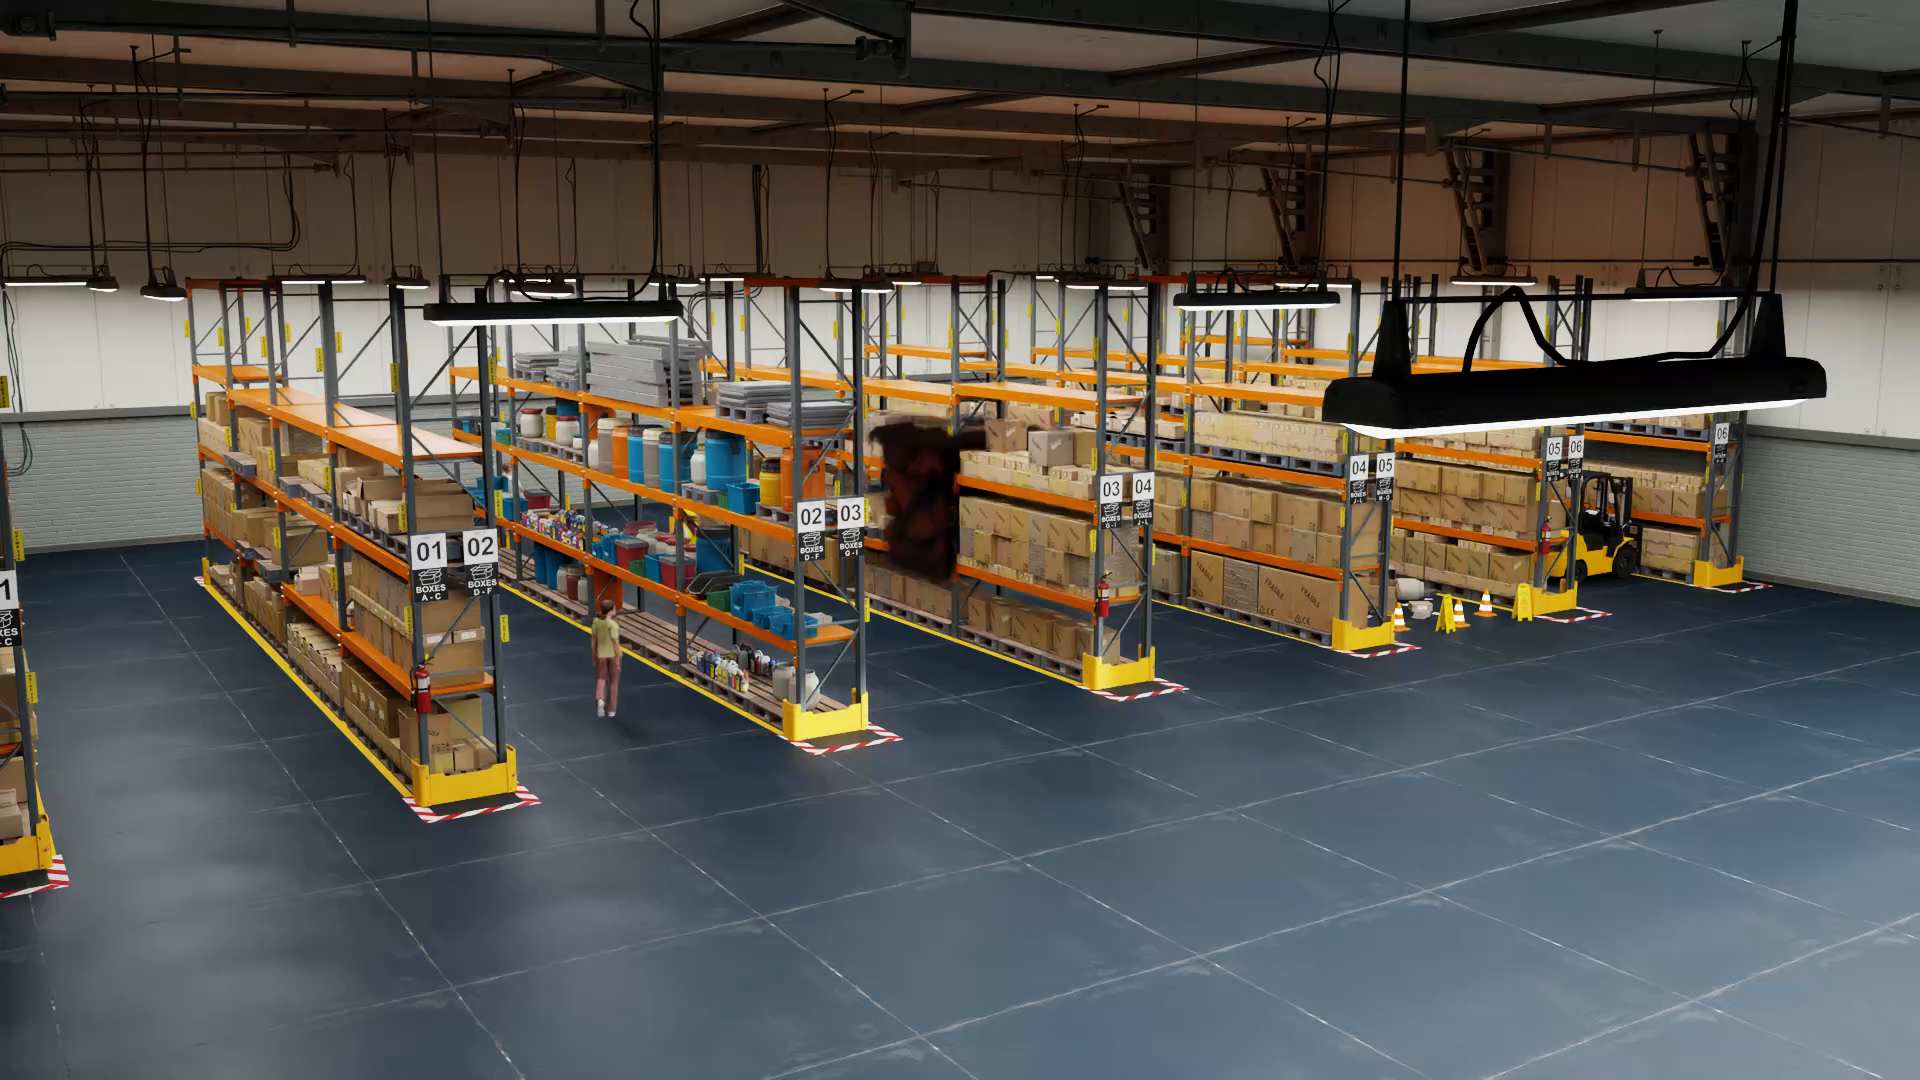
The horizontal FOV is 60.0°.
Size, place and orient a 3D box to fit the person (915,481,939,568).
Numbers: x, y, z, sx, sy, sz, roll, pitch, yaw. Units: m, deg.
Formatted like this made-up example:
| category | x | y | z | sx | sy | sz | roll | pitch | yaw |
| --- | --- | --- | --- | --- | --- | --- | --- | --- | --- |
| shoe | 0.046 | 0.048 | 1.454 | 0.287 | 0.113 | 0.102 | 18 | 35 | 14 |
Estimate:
| category | x | y | z | sx | sy | sz | roll | pitch | yaw |
| --- | --- | --- | --- | --- | --- | --- | --- | --- | --- |
| person | -0.668 | -0.318 | 33.014 | 0.652 | 1.726 | 0.995 | -5 | 11 | -28 |

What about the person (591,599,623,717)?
| category | x | y | z | sx | sy | sz | roll | pitch | yaw |
| --- | --- | --- | --- | --- | --- | --- | --- | --- | --- |
| person | -4.914 | 1.655 | 23.091 | 0.448 | 1.663 | 0.584 | 0 | 10 | 1 |

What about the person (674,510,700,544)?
| category | x | y | z | sx | sy | sz | roll | pitch | yaw |
| --- | --- | --- | --- | --- | --- | --- | --- | --- | --- |
| person | -5.095 | 0.229 | 31.333 | 0.707 | 1.657 | 1.080 | -7 | 12 | -37 |

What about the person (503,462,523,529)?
| category | x | y | z | sx | sy | sz | roll | pitch | yaw |
| --- | --- | --- | --- | --- | --- | --- | --- | --- | --- |
| person | -10.628 | -1.037 | 39.517 | 0.516 | 1.631 | 0.331 | -4 | 10 | -20 |
